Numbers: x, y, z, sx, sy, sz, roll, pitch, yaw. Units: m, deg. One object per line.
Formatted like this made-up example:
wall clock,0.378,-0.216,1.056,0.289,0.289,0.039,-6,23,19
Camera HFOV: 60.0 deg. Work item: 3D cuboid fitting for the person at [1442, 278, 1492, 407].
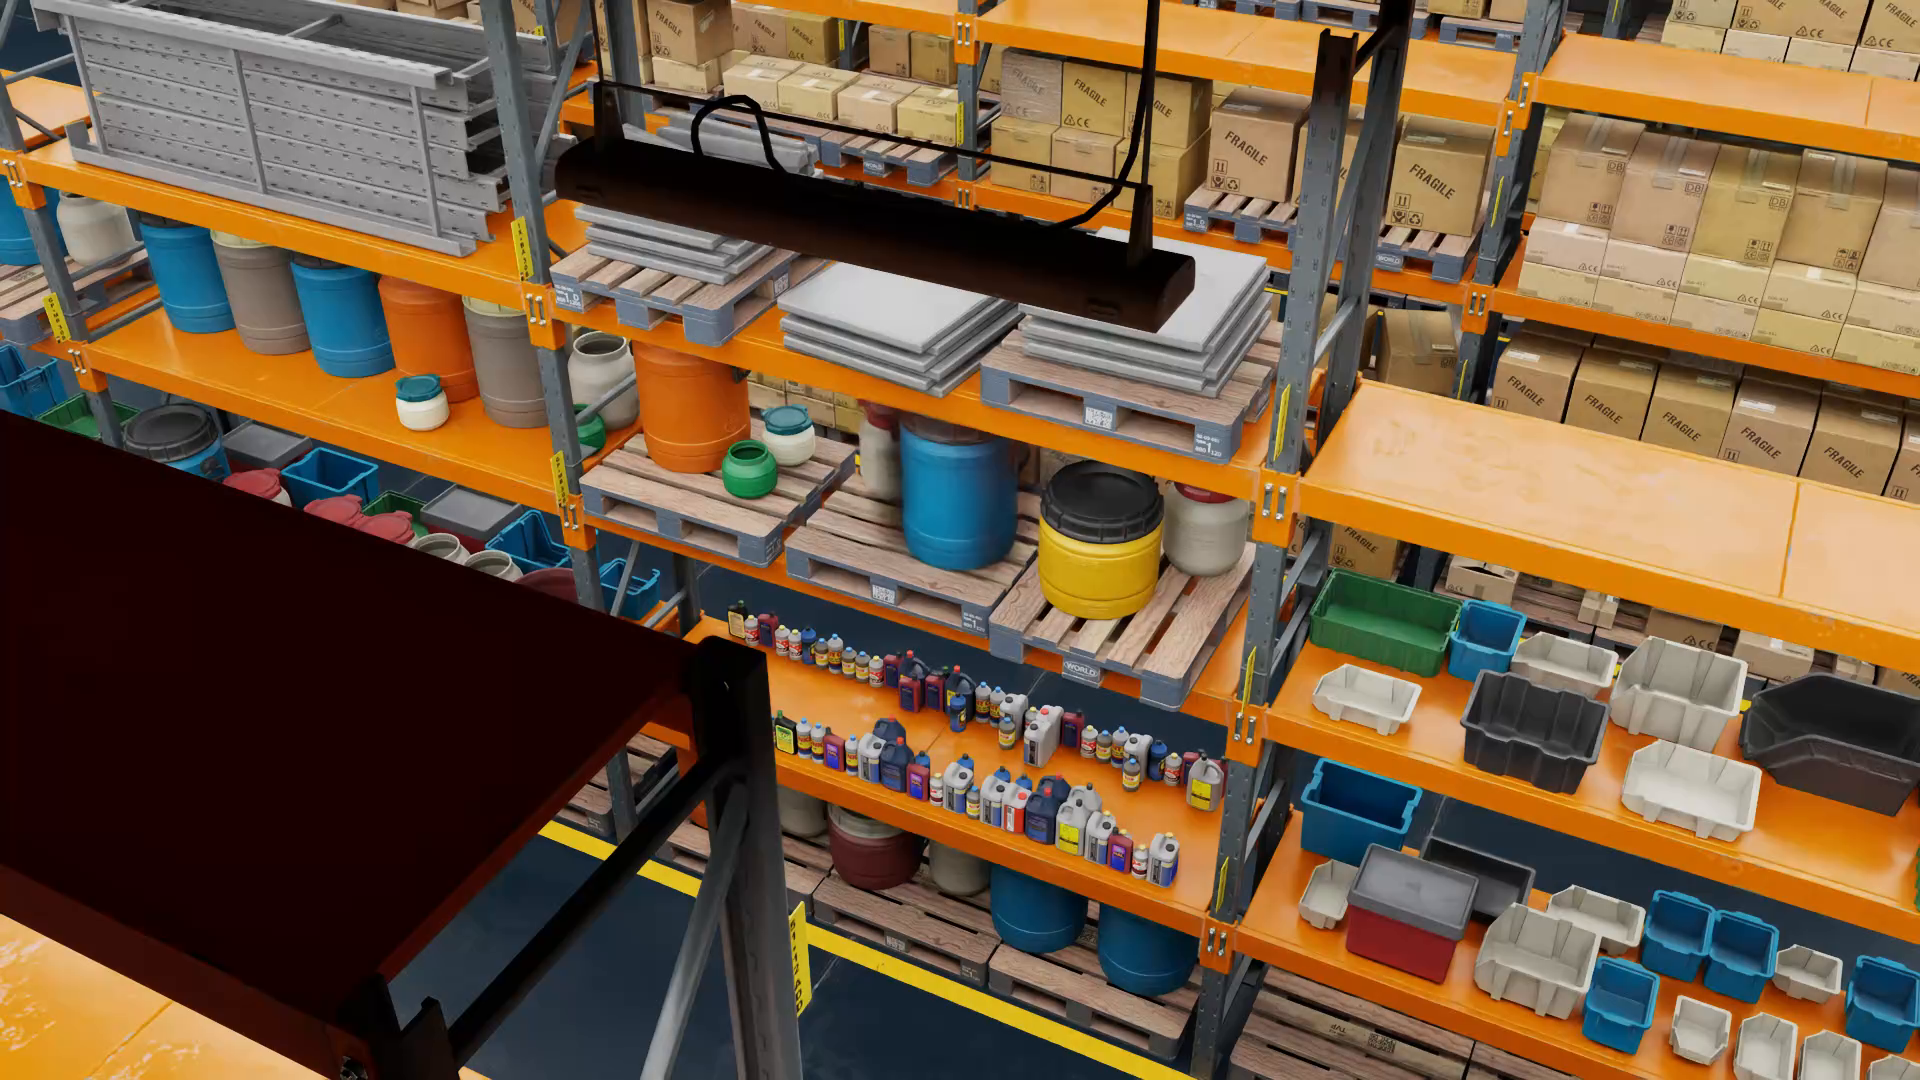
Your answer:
person,4.612,-1.809,14.977,0.649,1.722,0.667,11,37,15
